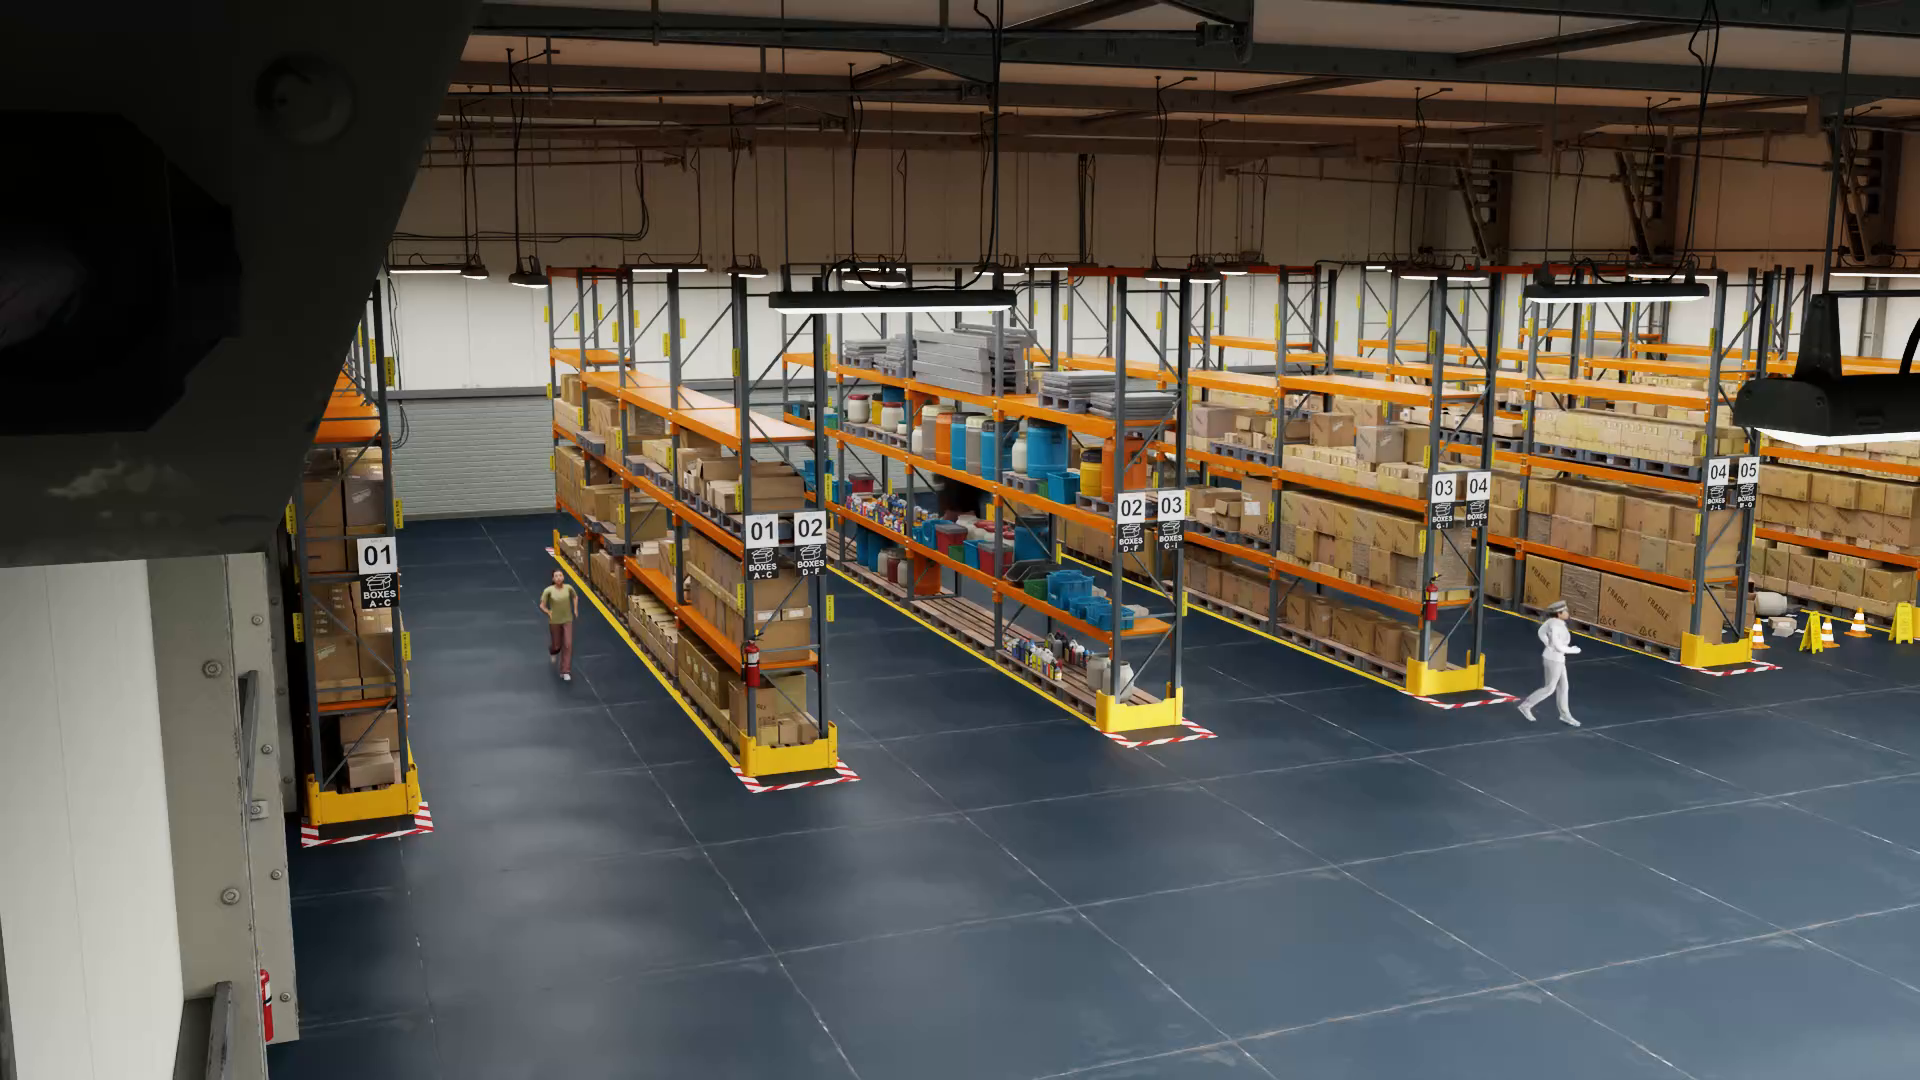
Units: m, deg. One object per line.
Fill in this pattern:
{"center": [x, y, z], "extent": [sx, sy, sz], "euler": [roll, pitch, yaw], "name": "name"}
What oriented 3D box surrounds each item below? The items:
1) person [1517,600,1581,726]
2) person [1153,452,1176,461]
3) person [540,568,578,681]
{"center": [7.953, 1.645, 22.337], "extent": [0.827, 1.722, 0.635], "euler": [3, 10, 14], "name": "person"}
{"center": [5.053, -1.645, 41.189], "extent": [0.717, 1.727, 0.586], "euler": [6, 12, 31], "name": "person"}
{"center": [-5.975, 1.231, 24.911], "extent": [0.593, 1.640, 0.875], "euler": [-4, 11, -24], "name": "person"}
